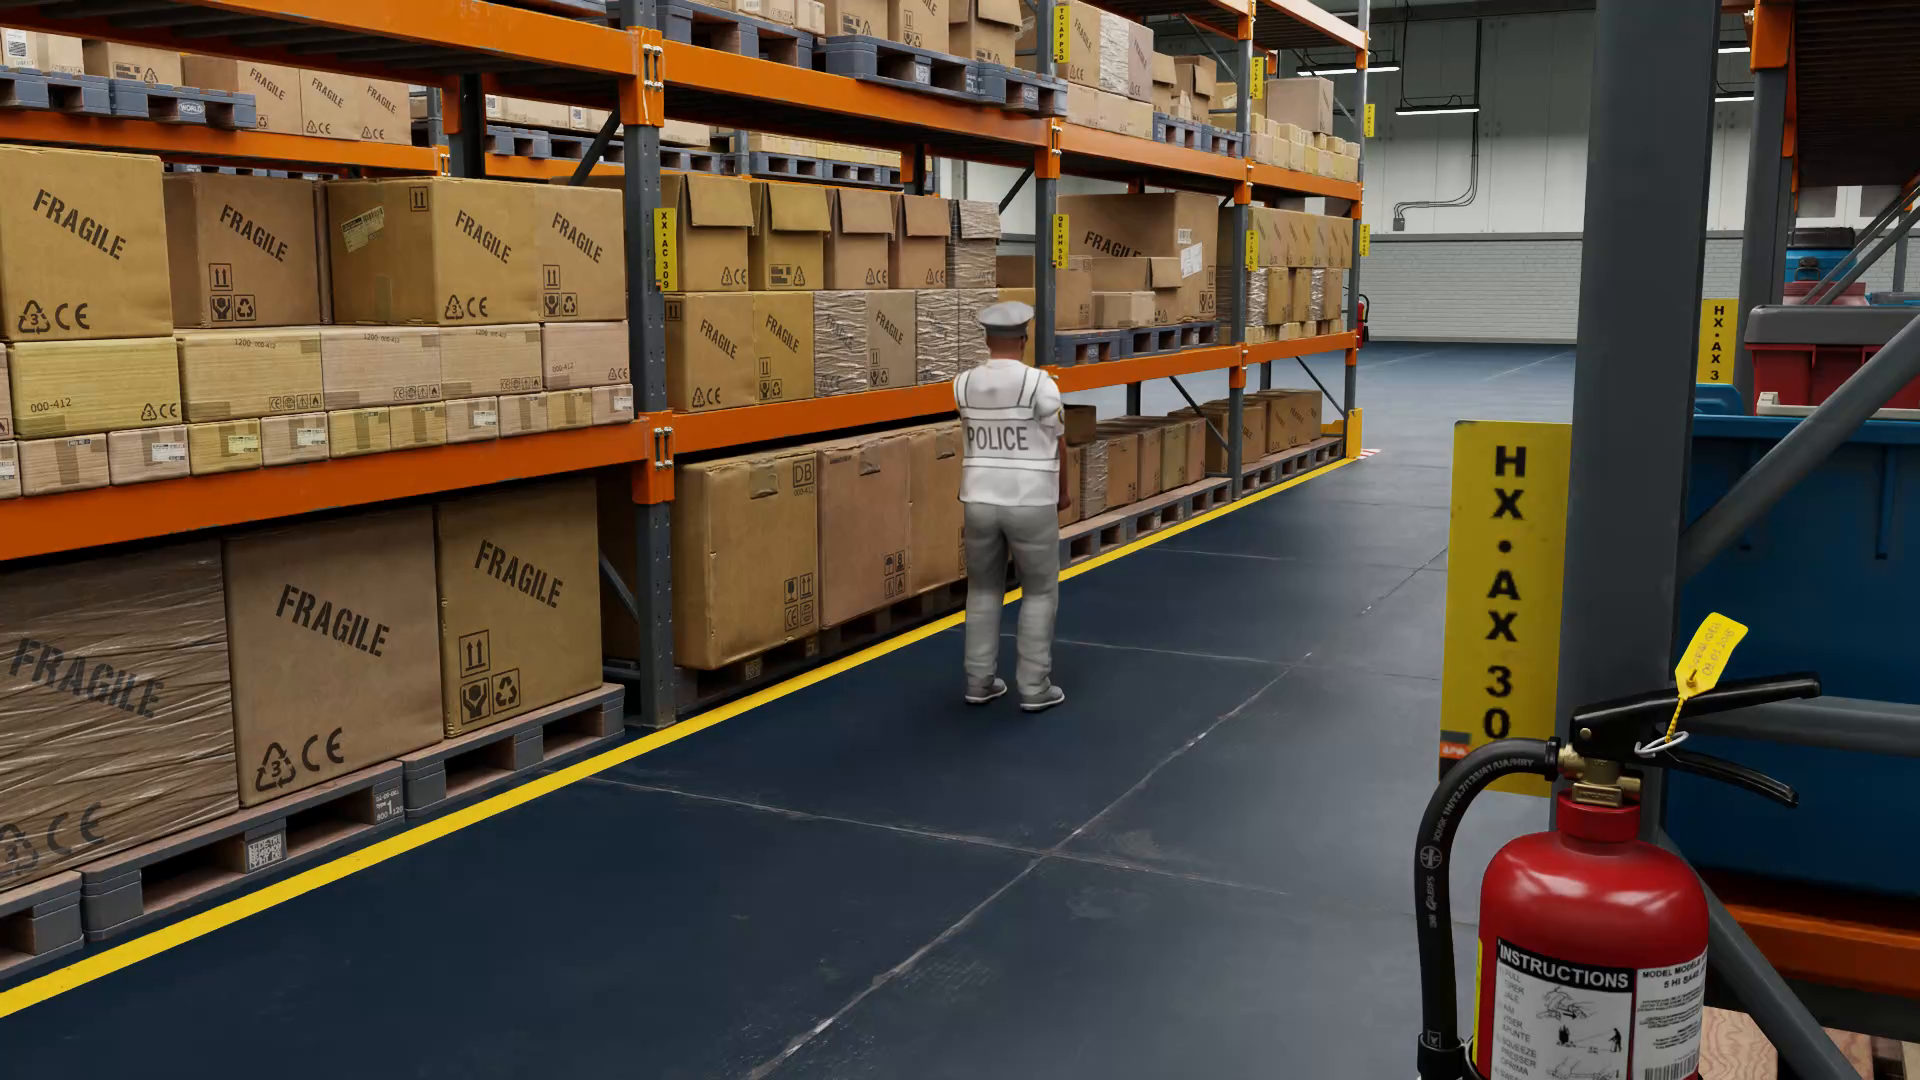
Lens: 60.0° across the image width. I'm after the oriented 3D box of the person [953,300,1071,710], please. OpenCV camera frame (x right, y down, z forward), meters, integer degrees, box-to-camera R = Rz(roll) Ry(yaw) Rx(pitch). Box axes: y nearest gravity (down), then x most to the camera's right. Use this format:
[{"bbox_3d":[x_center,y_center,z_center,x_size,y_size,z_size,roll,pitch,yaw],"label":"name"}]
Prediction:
[{"bbox_3d":[0.241,-0.159,7.311,0.490,1.771,0.571,4,10,25],"label":"person"}]
